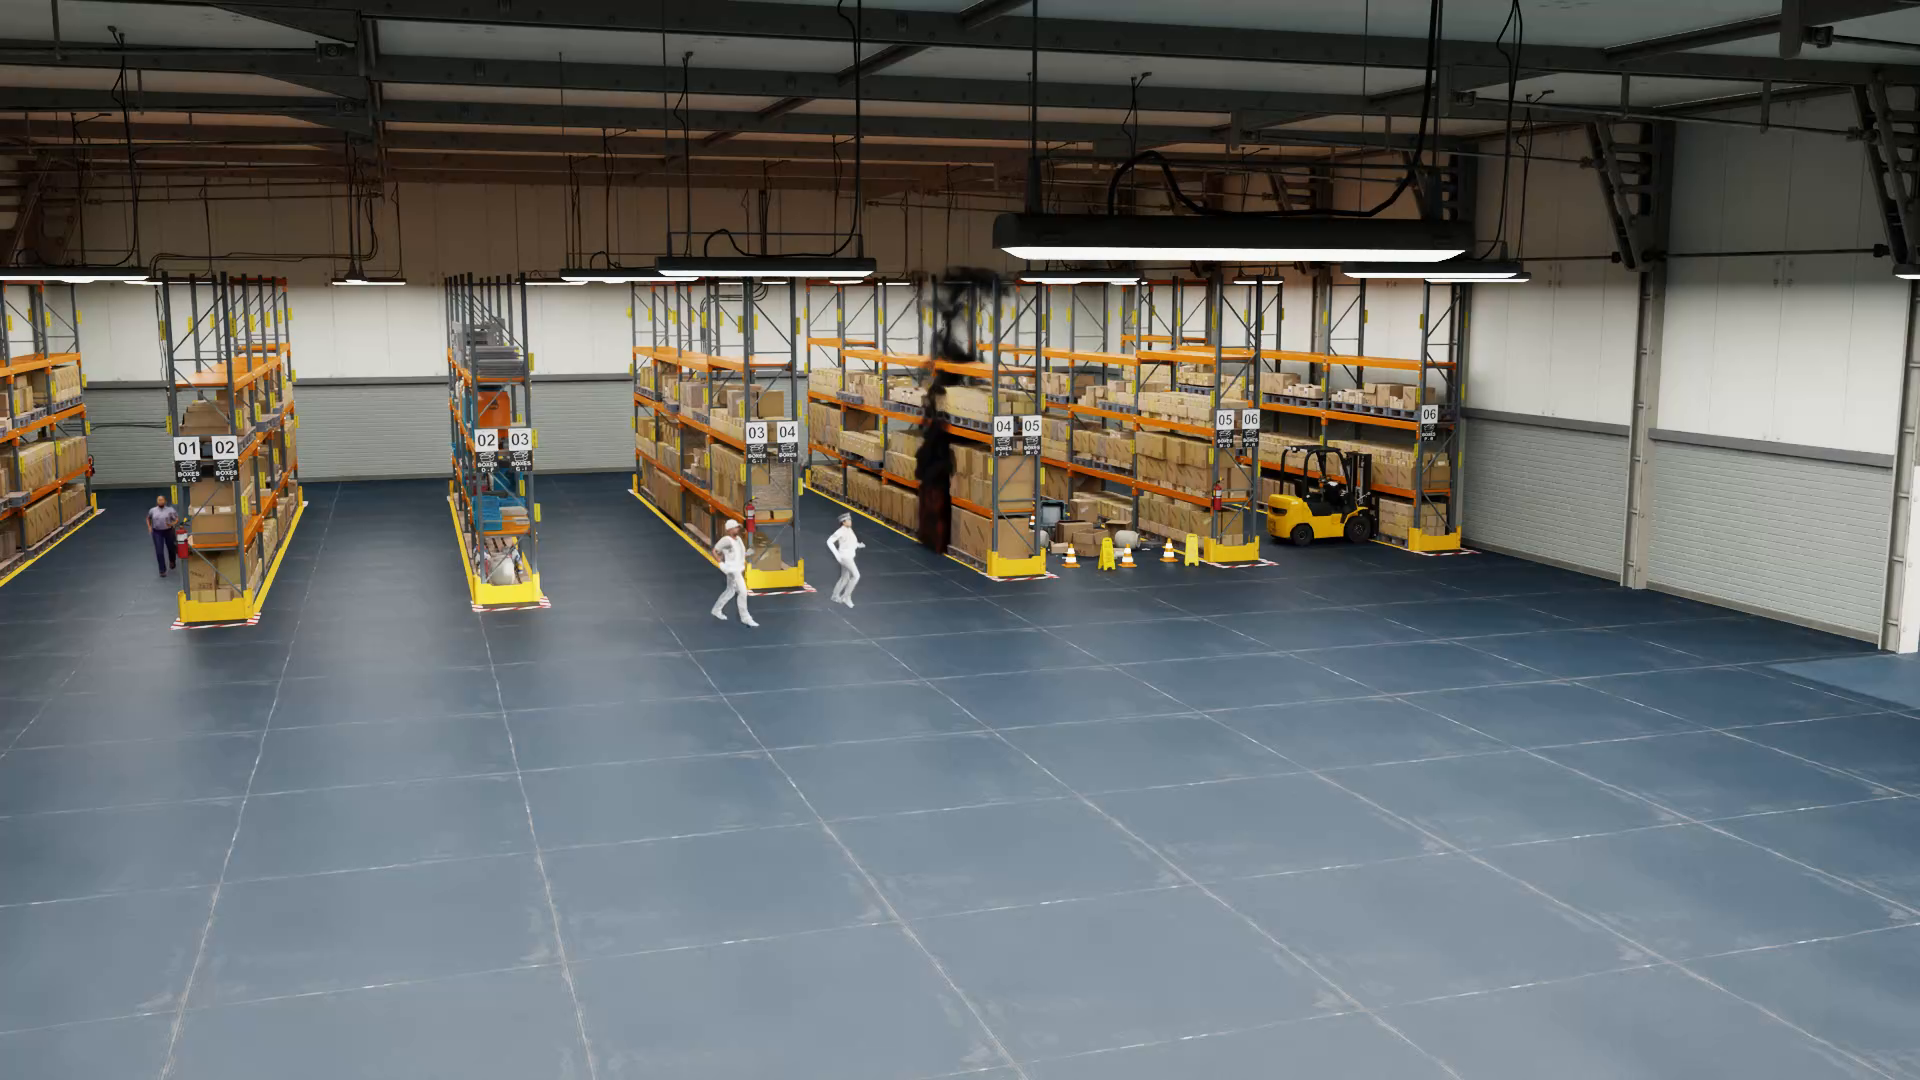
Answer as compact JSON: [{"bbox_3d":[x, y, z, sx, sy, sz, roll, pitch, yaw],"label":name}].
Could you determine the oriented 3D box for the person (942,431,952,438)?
[{"bbox_3d":[-0.323,-2.780,51.161,0.617,1.640,0.595,-1,9,-10],"label":"person"}]

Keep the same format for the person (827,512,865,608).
[{"bbox_3d":[-2.040,0.359,30.046,0.703,1.718,0.581,3,9,18],"label":"person"}]

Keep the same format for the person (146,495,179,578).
[{"bbox_3d":[-15.985,-0.099,33.372,0.620,1.614,0.843,-4,9,-22],"label":"person"}]

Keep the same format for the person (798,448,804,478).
[{"bbox_3d":[-4.472,-1.756,44.771,0.539,1.546,0.783,-5,10,-28],"label":"person"}]

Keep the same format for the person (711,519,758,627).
[{"bbox_3d":[-3.867,0.552,28.391,0.898,1.816,0.672,2,9,10],"label":"person"}]
